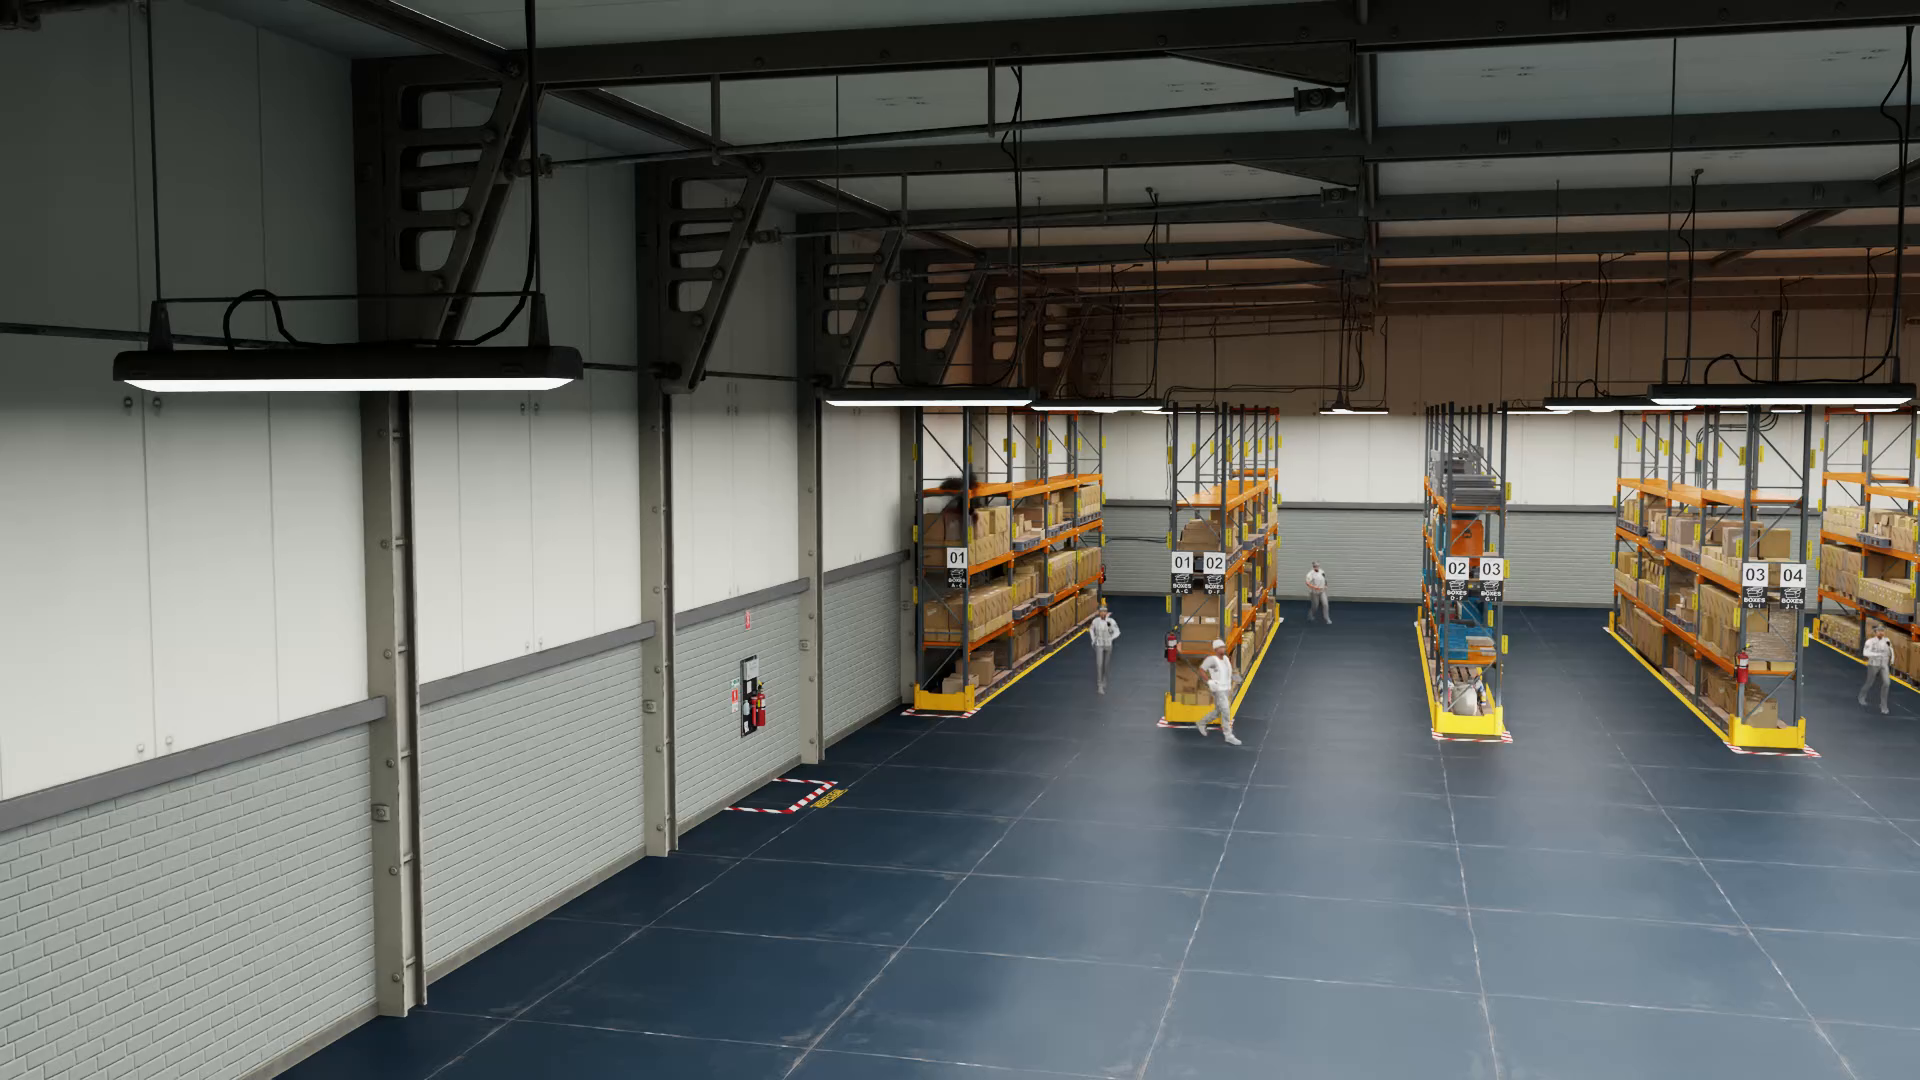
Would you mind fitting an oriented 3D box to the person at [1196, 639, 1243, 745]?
[{"bbox_3d":[4.475,2.609,28.792,0.938,1.782,0.682,3,5,37],"label":"person"}]

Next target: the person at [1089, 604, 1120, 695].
[{"bbox_3d":[2.885,2.149,33.163,0.605,1.765,0.727,0,4,3],"label":"person"}]

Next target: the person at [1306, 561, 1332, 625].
[{"bbox_3d":[9.895,1.439,46.169,0.702,1.747,0.908,-1,4,-18],"label":"person"}]

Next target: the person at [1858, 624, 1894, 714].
[{"bbox_3d":[17.918,2.483,32.474,0.621,1.746,0.880,1,4,9],"label":"person"}]
